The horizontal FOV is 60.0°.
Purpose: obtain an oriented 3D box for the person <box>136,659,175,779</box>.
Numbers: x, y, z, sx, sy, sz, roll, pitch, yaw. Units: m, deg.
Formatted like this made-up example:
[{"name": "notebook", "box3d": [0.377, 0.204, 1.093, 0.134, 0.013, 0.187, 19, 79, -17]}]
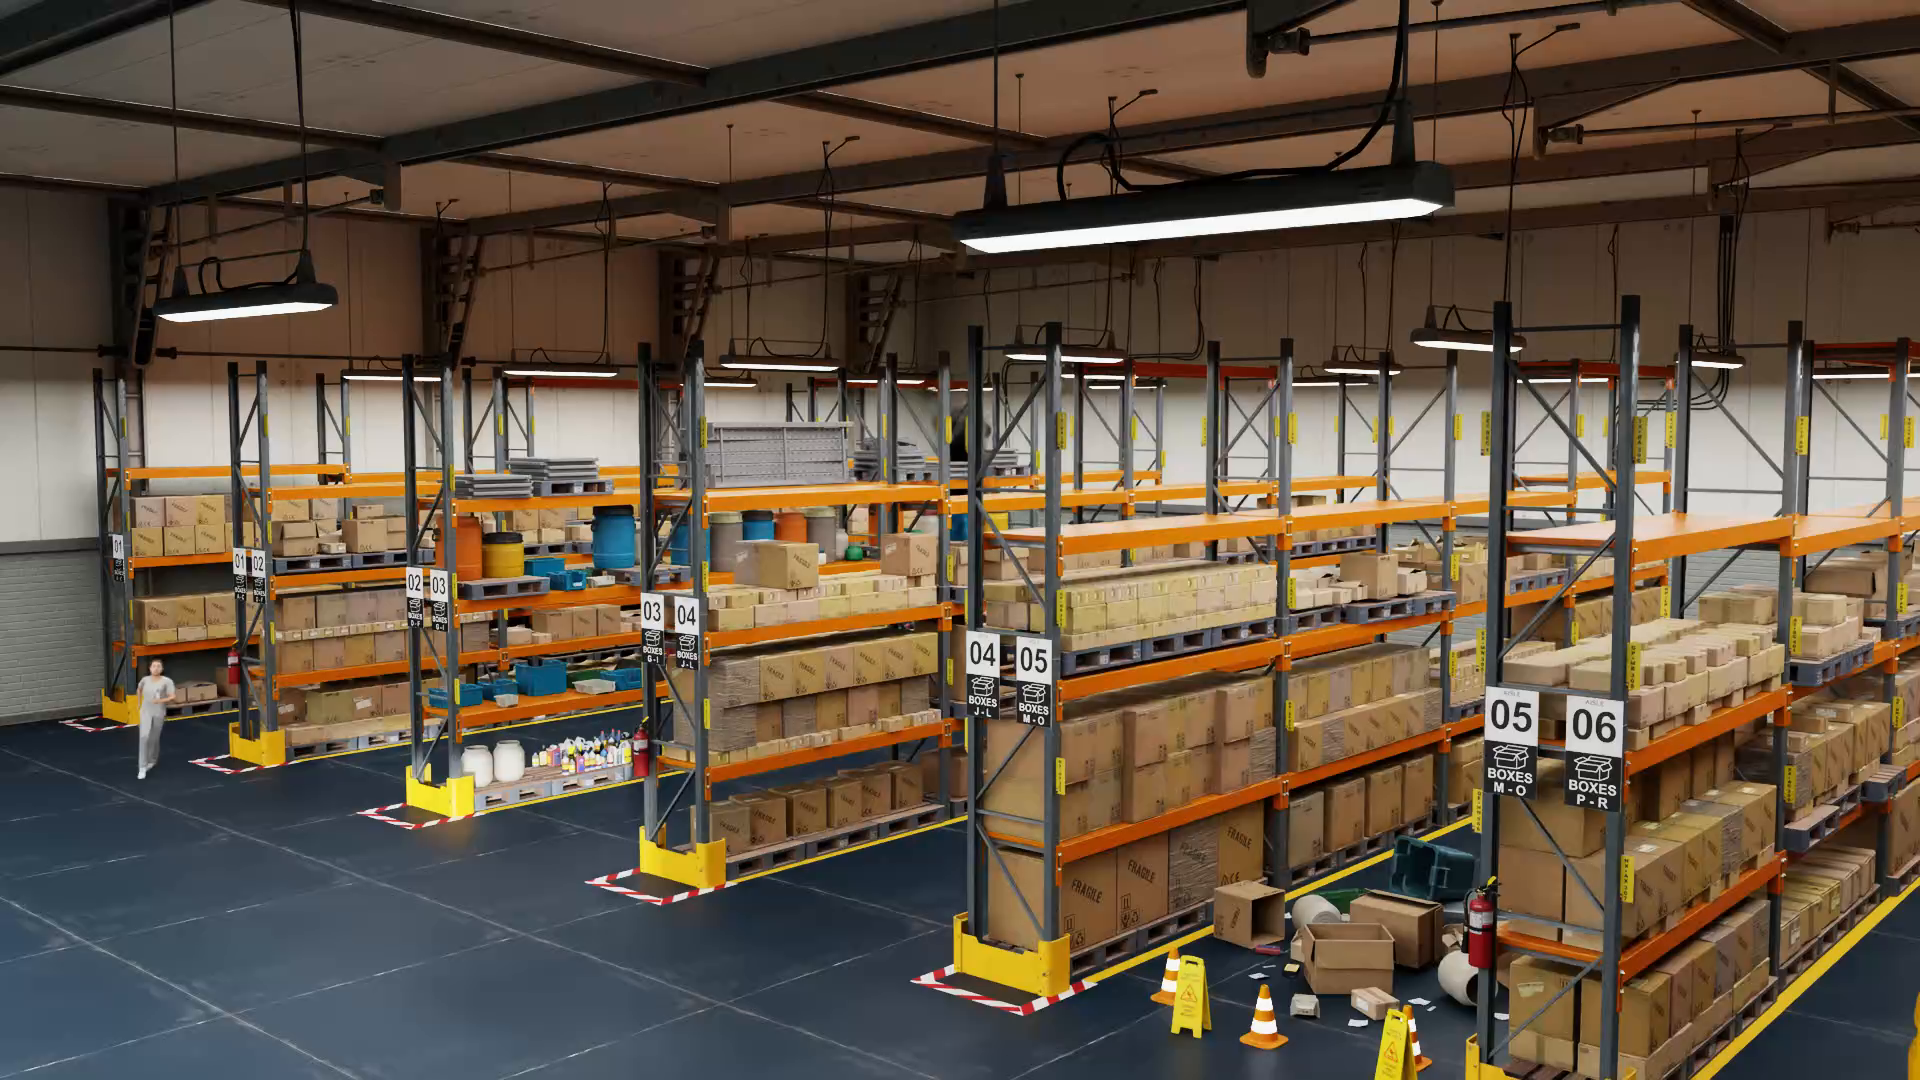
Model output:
[{"name": "person", "box3d": [-11.632, 2.540, 24.041, 0.550, 1.658, 0.866, -1, 4, -18]}]
